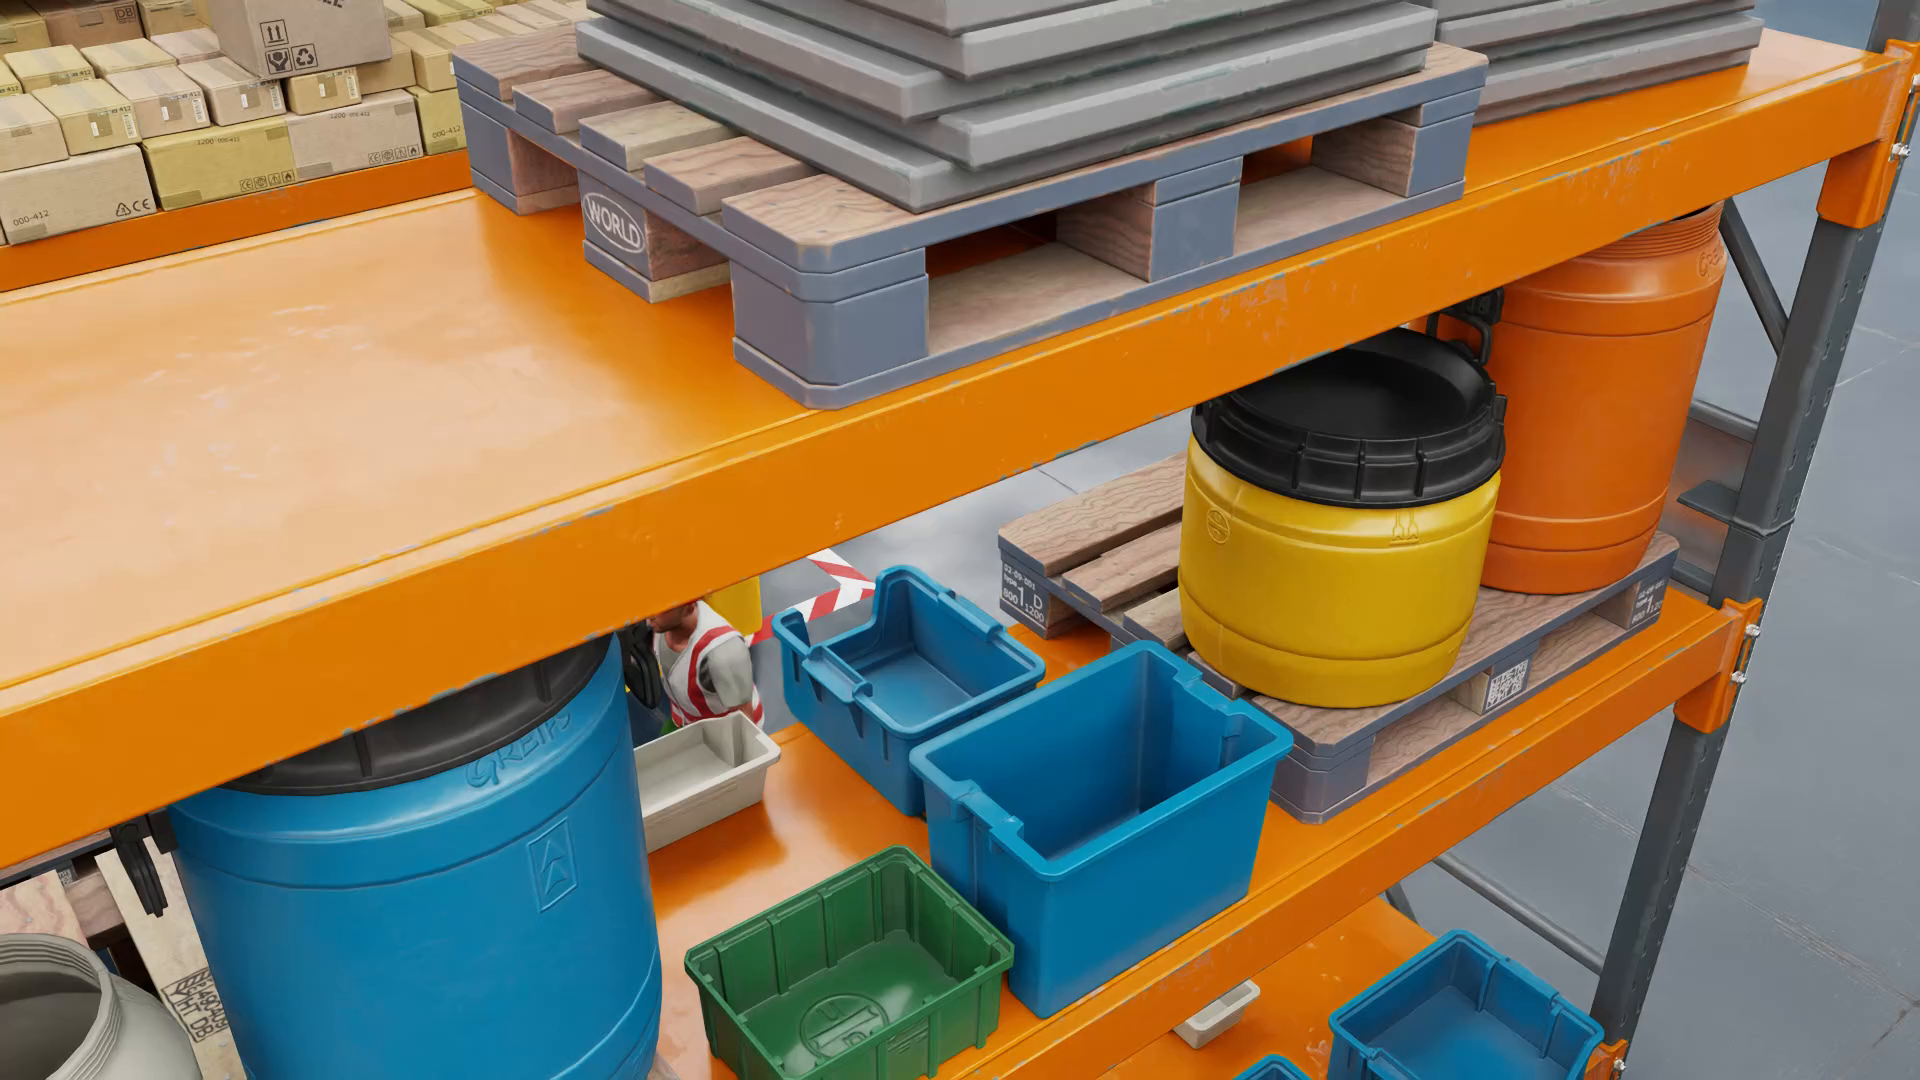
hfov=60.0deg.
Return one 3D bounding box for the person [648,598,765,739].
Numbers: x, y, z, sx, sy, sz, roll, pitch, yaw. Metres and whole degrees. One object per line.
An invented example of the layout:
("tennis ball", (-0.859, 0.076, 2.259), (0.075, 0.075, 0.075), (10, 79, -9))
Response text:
("person", (-1.034, 0.743, 6.659), (0.606, 1.701, 0.746), (-27, 41, -36))
